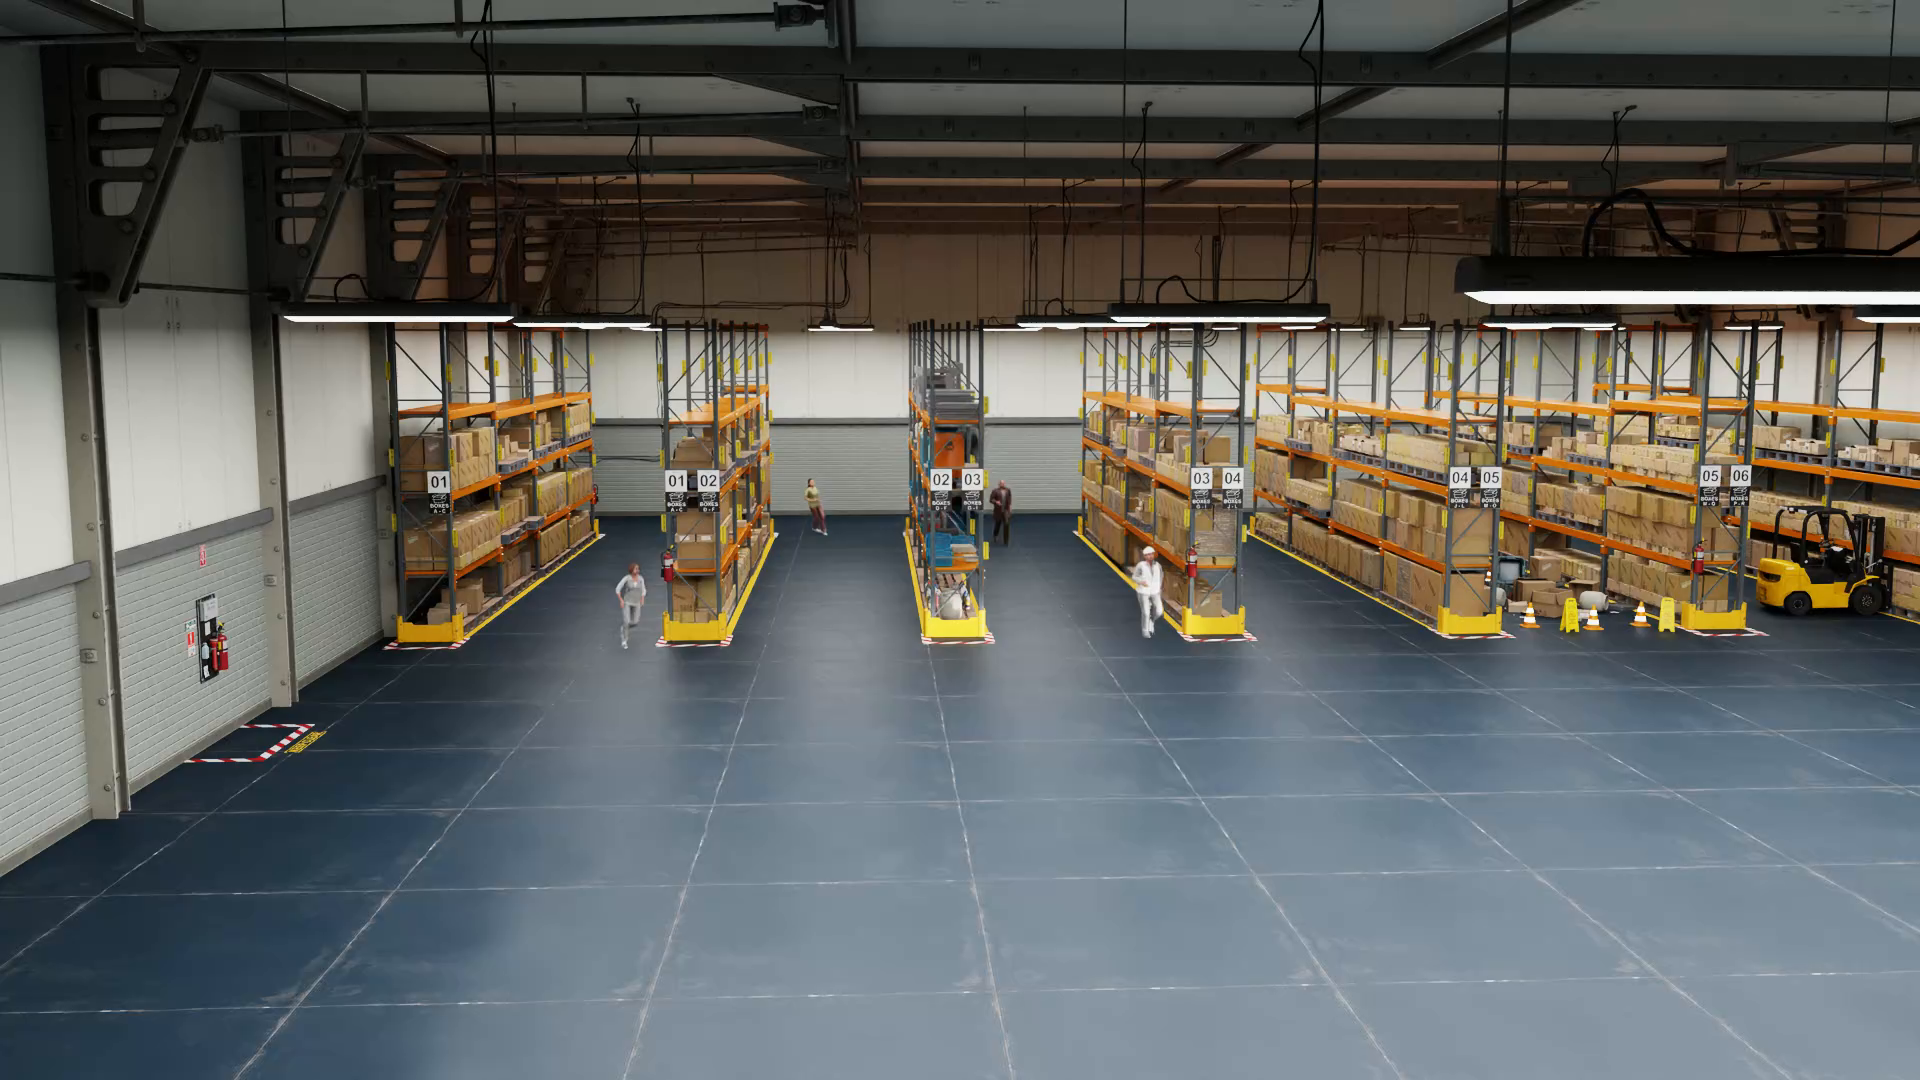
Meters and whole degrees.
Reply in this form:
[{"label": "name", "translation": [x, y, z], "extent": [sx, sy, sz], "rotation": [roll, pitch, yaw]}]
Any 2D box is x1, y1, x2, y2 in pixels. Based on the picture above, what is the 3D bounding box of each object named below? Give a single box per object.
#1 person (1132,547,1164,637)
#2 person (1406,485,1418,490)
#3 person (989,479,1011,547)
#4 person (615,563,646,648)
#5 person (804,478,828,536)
[{"label": "person", "translation": [3.597, 0.994, 31.449], "extent": [0.697, 1.742, 0.622], "rotation": [-2, 7, -16]}, {"label": "person", "translation": [13.549, -1.193, 49.556], "extent": [0.680, 1.694, 0.649], "rotation": [1, 7, 6]}, {"label": "person", "translation": [1.112, -0.766, 45.371], "extent": [0.674, 1.803, 1.018], "rotation": [-2, 7, -12]}, {"label": "person", "translation": [-6.079, 1.190, 30.700], "extent": [0.585, 1.547, 0.514], "rotation": [-4, 8, -28]}, {"label": "person", "translation": [-4.181, -0.934, 47.544], "extent": [0.654, 1.684, 0.724], "rotation": [-6, 10, -42]}]
